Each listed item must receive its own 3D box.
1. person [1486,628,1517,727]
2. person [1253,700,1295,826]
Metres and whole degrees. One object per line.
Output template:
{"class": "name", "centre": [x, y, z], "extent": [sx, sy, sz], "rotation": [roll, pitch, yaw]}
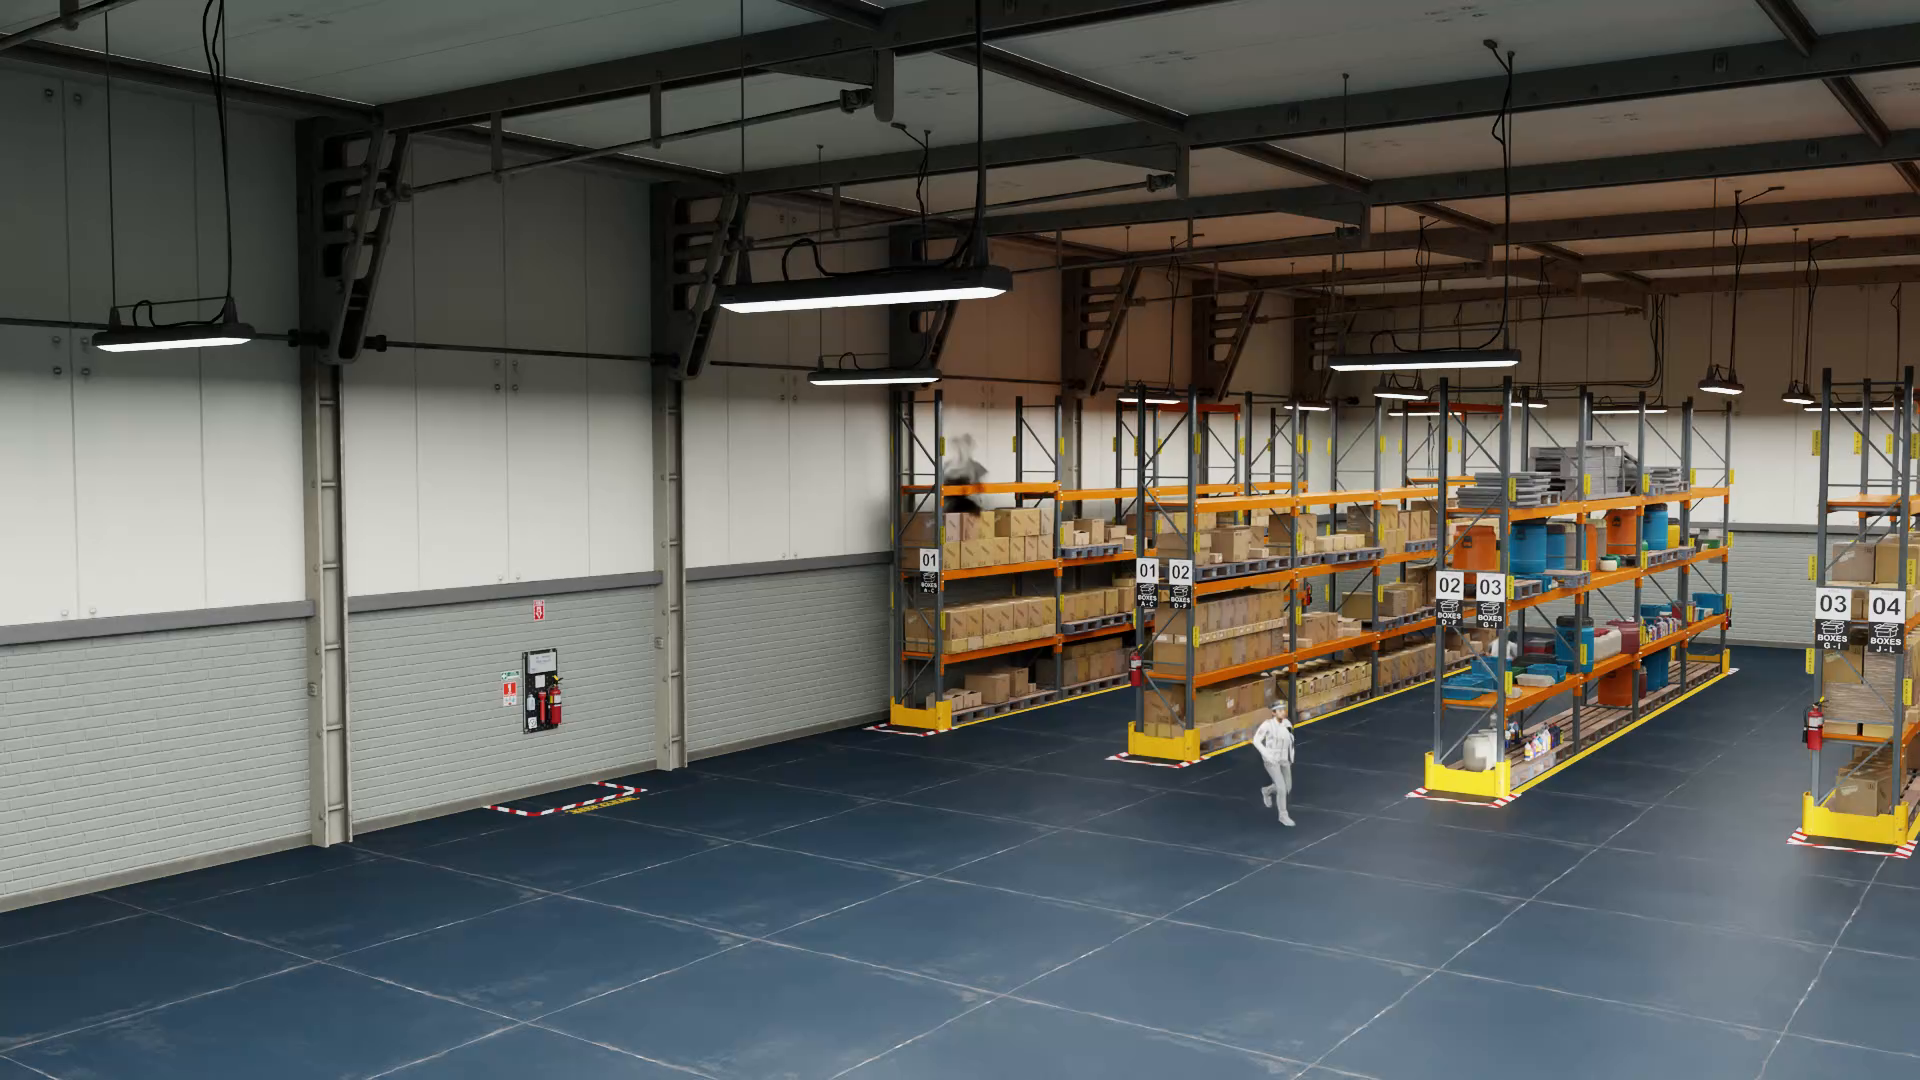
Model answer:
{"class": "person", "centre": [9.666, 2.407, 29.676], "extent": [0.650, 1.773, 1.003], "rotation": [2, 4, 30]}
{"class": "person", "centre": [4.197, 2.937, 22.173], "extent": [0.642, 1.668, 0.650], "rotation": [-1, 4, -24]}
